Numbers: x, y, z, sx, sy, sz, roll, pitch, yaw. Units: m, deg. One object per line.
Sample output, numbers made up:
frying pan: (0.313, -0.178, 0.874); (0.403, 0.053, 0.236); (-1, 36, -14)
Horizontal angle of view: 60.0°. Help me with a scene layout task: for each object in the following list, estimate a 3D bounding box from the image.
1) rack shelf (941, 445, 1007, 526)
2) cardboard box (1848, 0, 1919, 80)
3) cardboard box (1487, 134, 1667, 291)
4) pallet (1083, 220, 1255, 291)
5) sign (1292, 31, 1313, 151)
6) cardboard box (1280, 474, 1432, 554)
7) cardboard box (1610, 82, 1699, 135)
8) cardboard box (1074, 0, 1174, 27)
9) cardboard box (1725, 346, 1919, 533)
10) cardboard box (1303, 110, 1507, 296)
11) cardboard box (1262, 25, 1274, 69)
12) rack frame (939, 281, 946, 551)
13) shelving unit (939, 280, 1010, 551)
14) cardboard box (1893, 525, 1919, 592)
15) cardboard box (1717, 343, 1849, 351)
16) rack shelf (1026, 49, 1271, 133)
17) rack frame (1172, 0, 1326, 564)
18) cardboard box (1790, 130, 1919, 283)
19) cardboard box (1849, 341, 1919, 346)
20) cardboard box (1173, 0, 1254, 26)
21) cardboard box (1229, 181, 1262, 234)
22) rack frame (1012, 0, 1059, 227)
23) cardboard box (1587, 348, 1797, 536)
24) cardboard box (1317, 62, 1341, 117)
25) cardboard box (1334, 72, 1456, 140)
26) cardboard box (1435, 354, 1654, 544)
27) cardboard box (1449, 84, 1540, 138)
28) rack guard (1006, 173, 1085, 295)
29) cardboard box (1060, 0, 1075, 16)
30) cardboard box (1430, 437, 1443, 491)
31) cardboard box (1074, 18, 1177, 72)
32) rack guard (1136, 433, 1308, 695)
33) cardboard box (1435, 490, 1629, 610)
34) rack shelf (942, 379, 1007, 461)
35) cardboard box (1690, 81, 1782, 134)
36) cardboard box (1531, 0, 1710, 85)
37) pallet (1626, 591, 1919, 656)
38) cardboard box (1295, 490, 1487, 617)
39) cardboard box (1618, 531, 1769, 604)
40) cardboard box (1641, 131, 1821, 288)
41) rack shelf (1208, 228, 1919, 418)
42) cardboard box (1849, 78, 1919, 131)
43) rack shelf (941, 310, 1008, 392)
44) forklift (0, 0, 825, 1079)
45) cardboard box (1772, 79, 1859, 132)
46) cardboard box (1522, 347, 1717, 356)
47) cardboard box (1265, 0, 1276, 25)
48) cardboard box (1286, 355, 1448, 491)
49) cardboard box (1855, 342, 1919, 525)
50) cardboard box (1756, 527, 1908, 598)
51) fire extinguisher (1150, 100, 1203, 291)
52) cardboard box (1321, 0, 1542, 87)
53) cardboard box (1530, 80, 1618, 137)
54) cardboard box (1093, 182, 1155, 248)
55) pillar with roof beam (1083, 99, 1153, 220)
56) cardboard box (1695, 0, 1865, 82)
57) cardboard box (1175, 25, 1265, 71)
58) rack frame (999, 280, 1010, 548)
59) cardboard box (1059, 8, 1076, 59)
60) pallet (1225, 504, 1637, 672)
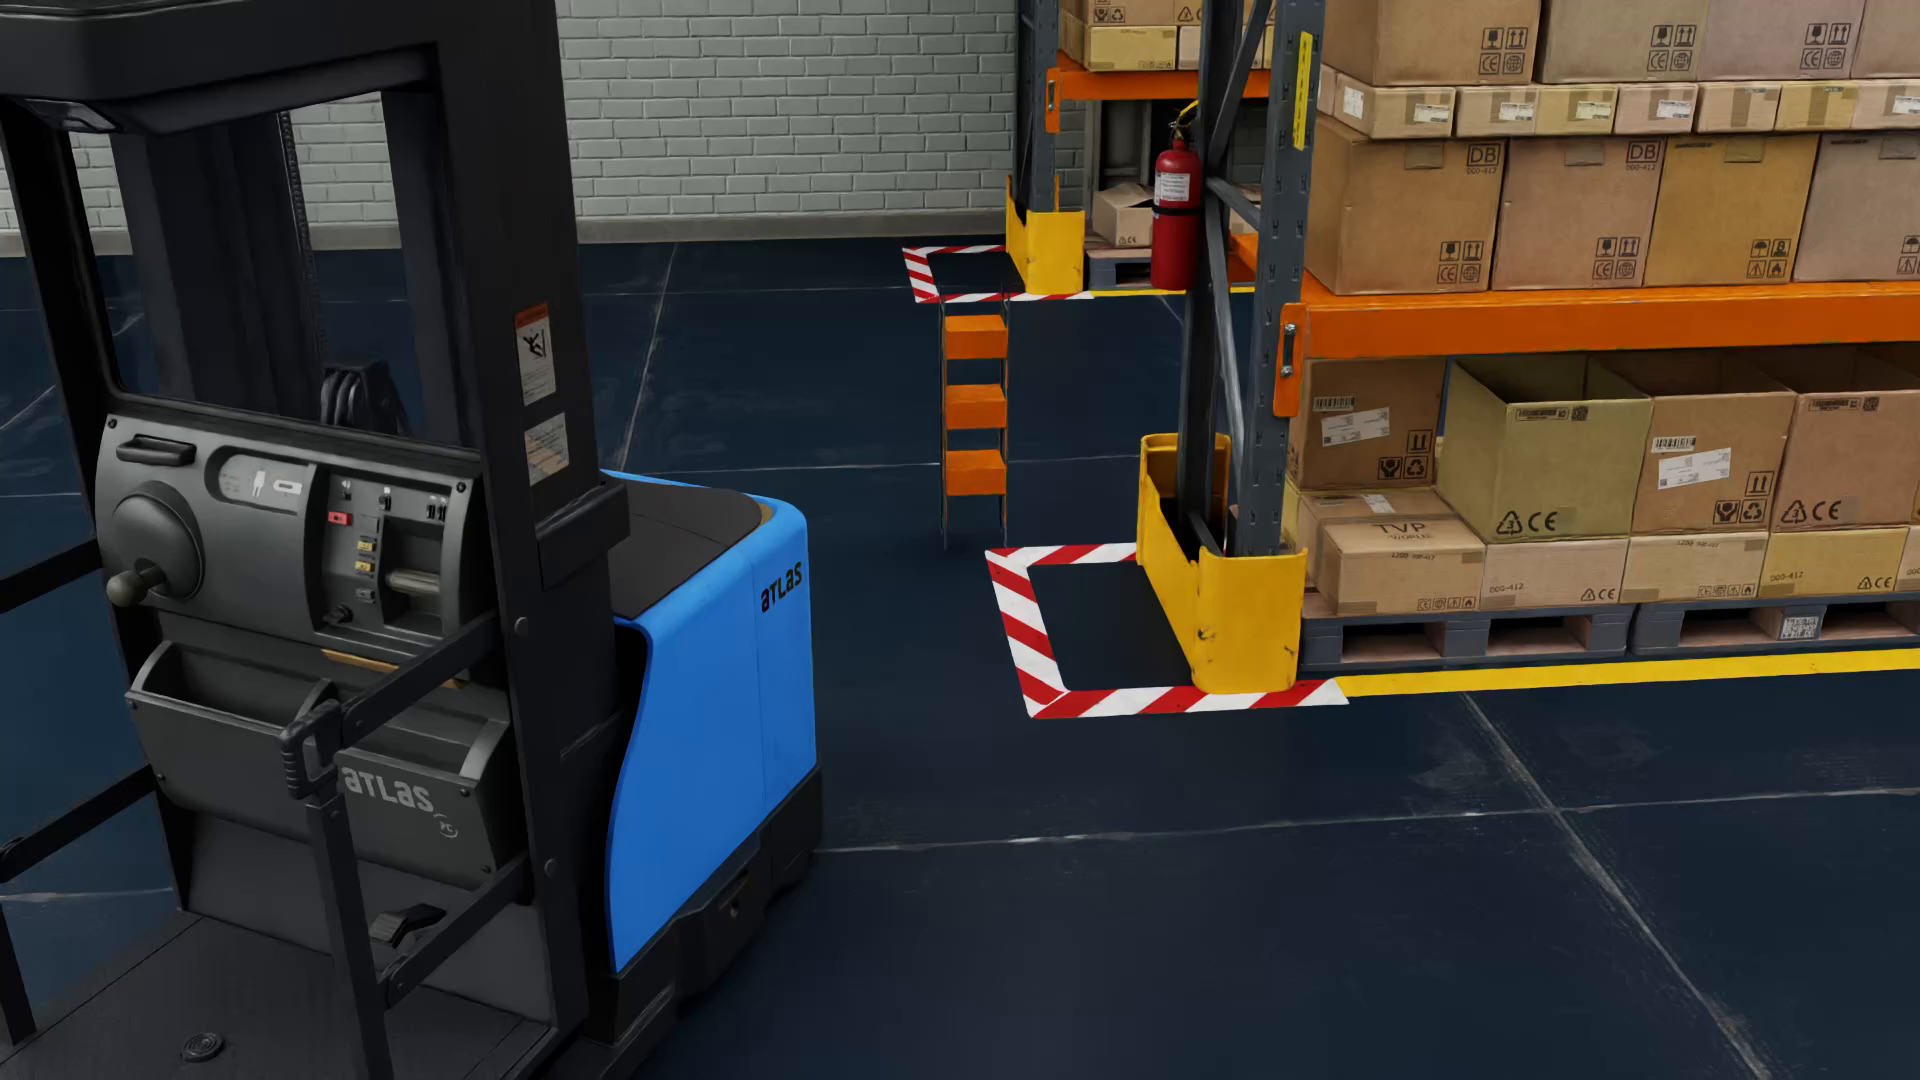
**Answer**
rack shelf: (0.053, -0.218, 6.659); (0.240, 0.259, 0.215); (-2, 24, -5)
cardboard box: (2.984, -1.811, 5.411); (0.500, 0.500, 0.700); (-2, 24, -5)
cardboard box: (1.931, -1.175, 5.578); (0.500, 0.500, 0.700); (-2, 24, -4)
pallet: (1.340, -1.842, 10.635); (1.213, 0.211, 1.003); (-2, 24, -5)
sign: (0.991, -1.300, 4.819); (0.005, 0.325, 0.100); (-2, 24, -5)
cardboard box: (1.447, -0.169, 6.306); (0.500, 0.250, 0.500); (-2, 24, -5)
cardboard box: (2.117, -1.394, 5.271); (0.250, 0.149, 0.380); (-3, 24, -6)
cardboard box: (0.957, -3.276, 9.664); (0.500, 0.500, 0.500); (-2, 24, -5)
cardboard box: (2.991, -0.361, 5.815); (0.500, 0.500, 0.500); (-2, 24, -5)
cardboard box: (1.409, -1.152, 5.526); (0.500, 0.500, 0.700); (-2, 24, -5)
cardboard box: (1.992, -2.971, 9.902); (0.500, 0.250, 0.500); (-3, 24, -6)
rack frame: (-0.068, -0.477, 6.531); (0.008, 1.050, 0.200); (-2, 24, -5)
shelving unit: (0.053, -0.482, 6.542); (0.252, 1.050, 0.215); (-2, 24, -5)
cardboard box: (3.489, -0.039, 6.014); (0.500, 0.250, 0.500); (-2, 24, -5)
cardboard box: (2.939, -0.578, 6.303); (0.500, 0.500, 0.500); (-2, 24, -5)
rack shelf: (2.442, -2.846, 10.346); (4.000, 0.370, 1.077); (-2, 24, -5)
rack frame: (0.943, -1.093, 5.516); (0.127, 3.000, 1.000); (-2, 24, -5)
cardboard box: (2.949, -1.215, 5.668); (0.500, 0.500, 0.700); (-2, 24, -4)
cardboard box: (3.436, -0.599, 6.349); (0.500, 0.500, 0.500); (-2, 24, -5)
cardboard box: (1.450, -3.292, 9.699); (0.500, 0.500, 0.500); (-2, 24, -5)
cardboard box: (1.717, -2.082, 10.509); (0.500, 0.311, 0.500); (0, 24, -1)
rack frame: (0.452, -3.095, 10.020); (0.127, 3.000, 1.000); (-2, 24, -5)
cardboard box: (2.492, -0.349, 5.786); (0.500, 0.500, 0.500); (-2, 24, -5)
cardboard box: (1.304, -1.527, 5.572); (0.250, 0.149, 0.380); (-3, 24, -6)
cardboard box: (1.354, -1.364, 5.203); (0.250, 0.149, 0.380); (-2, 24, -6)
cardboard box: (1.996, -0.323, 5.729); (0.500, 0.500, 0.500); (-2, 24, -5)
cardboard box: (1.617, -1.375, 5.230); (0.250, 0.149, 0.380); (-3, 24, -7)
rack guard: (0.528, -1.956, 10.535); (0.348, 0.500, 1.175); (-2, 24, -5)
cardboard box: (0.900, -3.483, 10.130); (0.500, 0.500, 0.500); (-3, 24, -6)
cardboard box: (1.944, -0.194, 6.362); (0.500, 0.250, 0.500); (-2, 24, -5)
cardboard box: (0.969, -2.927, 9.802); (0.500, 0.250, 0.500); (-3, 24, -7)
rack guard: (0.919, 0.050, 6.022); (0.348, 0.500, 1.175); (-2, 24, -5)
cardboard box: (1.996, 0.019, 5.883); (0.500, 0.250, 0.500); (-2, 24, -5)
rack shelf: (0.053, -0.472, 6.546); (0.240, 0.259, 0.215); (-2, 24, -5)
cardboard box: (2.382, -1.406, 5.298); (0.250, 0.149, 0.380); (-3, 24, -7)
cardboard box: (1.984, -1.770, 5.319); (0.500, 0.500, 0.700); (-3, 24, -7)
pallet: (2.911, 0.086, 6.296); (1.213, 0.211, 1.003); (-2, 24, -5)
cardboard box: (1.498, 0.040, 5.835); (0.500, 0.250, 0.500); (-2, 24, -5)
cardboard box: (2.493, -0.001, 5.928); (0.500, 0.250, 0.500); (-2, 24, -5)
cardboard box: (2.425, -1.193, 5.617); (0.500, 0.500, 0.700); (-2, 24, -5)
rack shelf: (2.933, -0.844, 5.842); (4.000, 0.370, 1.077); (-2, 24, -5)
cardboard box: (2.884, -1.425, 5.341); (0.250, 0.149, 0.380); (-2, 24, -5)
rack shelf: (0.053, -0.732, 6.431); (0.240, 0.259, 0.215); (-2, 24, -5)
forklift: (-1.427, 0.017, 3.104); (1.130, 2.935, 3.031); (10, 26, 21)
cardboard box: (2.636, -1.416, 5.321); (0.250, 0.149, 0.380); (-3, 24, -6)
cardboard box: (2.441, -0.559, 6.259); (0.500, 0.500, 0.500); (-2, 24, -5)
cardboard box: (1.964, -3.310, 9.740); (0.500, 0.500, 0.500); (-3, 24, -7)
cardboard box: (1.447, -0.513, 6.156); (0.500, 0.500, 0.500); (-2, 24, -5)
cardboard box: (3.487, -0.387, 5.873); (0.500, 0.500, 0.500); (-2, 24, -5)
cardboard box: (2.991, -0.019, 5.968); (0.500, 0.250, 0.500); (-2, 24, -5)
fire extinguisher: (0.779, -1.241, 5.944); (0.183, 0.674, 0.296); (-2, 24, -5)
cardboard box: (1.461, -1.747, 5.267); (0.500, 0.500, 0.700); (-2, 24, -5)
cardboard box: (1.865, -1.385, 5.251); (0.250, 0.149, 0.380); (-2, 24, -5)
cardboard box: (1.150, -2.059, 10.458); (0.500, 0.311, 0.500); (-5, 24, -11)
pillar with roof beam: (1.487, -4.474, 5.737); (0.400, 9.000, 9.100); (-2, 24, -5)
cardboard box: (2.486, -1.791, 5.365); (0.500, 0.500, 0.700); (-2, 24, -5)
cardboard box: (1.484, -2.953, 9.862); (0.500, 0.250, 0.500); (-3, 24, -7)
rack frame: (0.175, -0.487, 6.553); (0.008, 1.050, 0.200); (-2, 24, -5)
cardboard box: (0.898, -3.133, 10.265); (0.500, 0.250, 0.500); (-2, 24, -4)
pallet: (1.700, 0.134, 6.189); (1.213, 0.211, 1.003); (-2, 24, -5)
